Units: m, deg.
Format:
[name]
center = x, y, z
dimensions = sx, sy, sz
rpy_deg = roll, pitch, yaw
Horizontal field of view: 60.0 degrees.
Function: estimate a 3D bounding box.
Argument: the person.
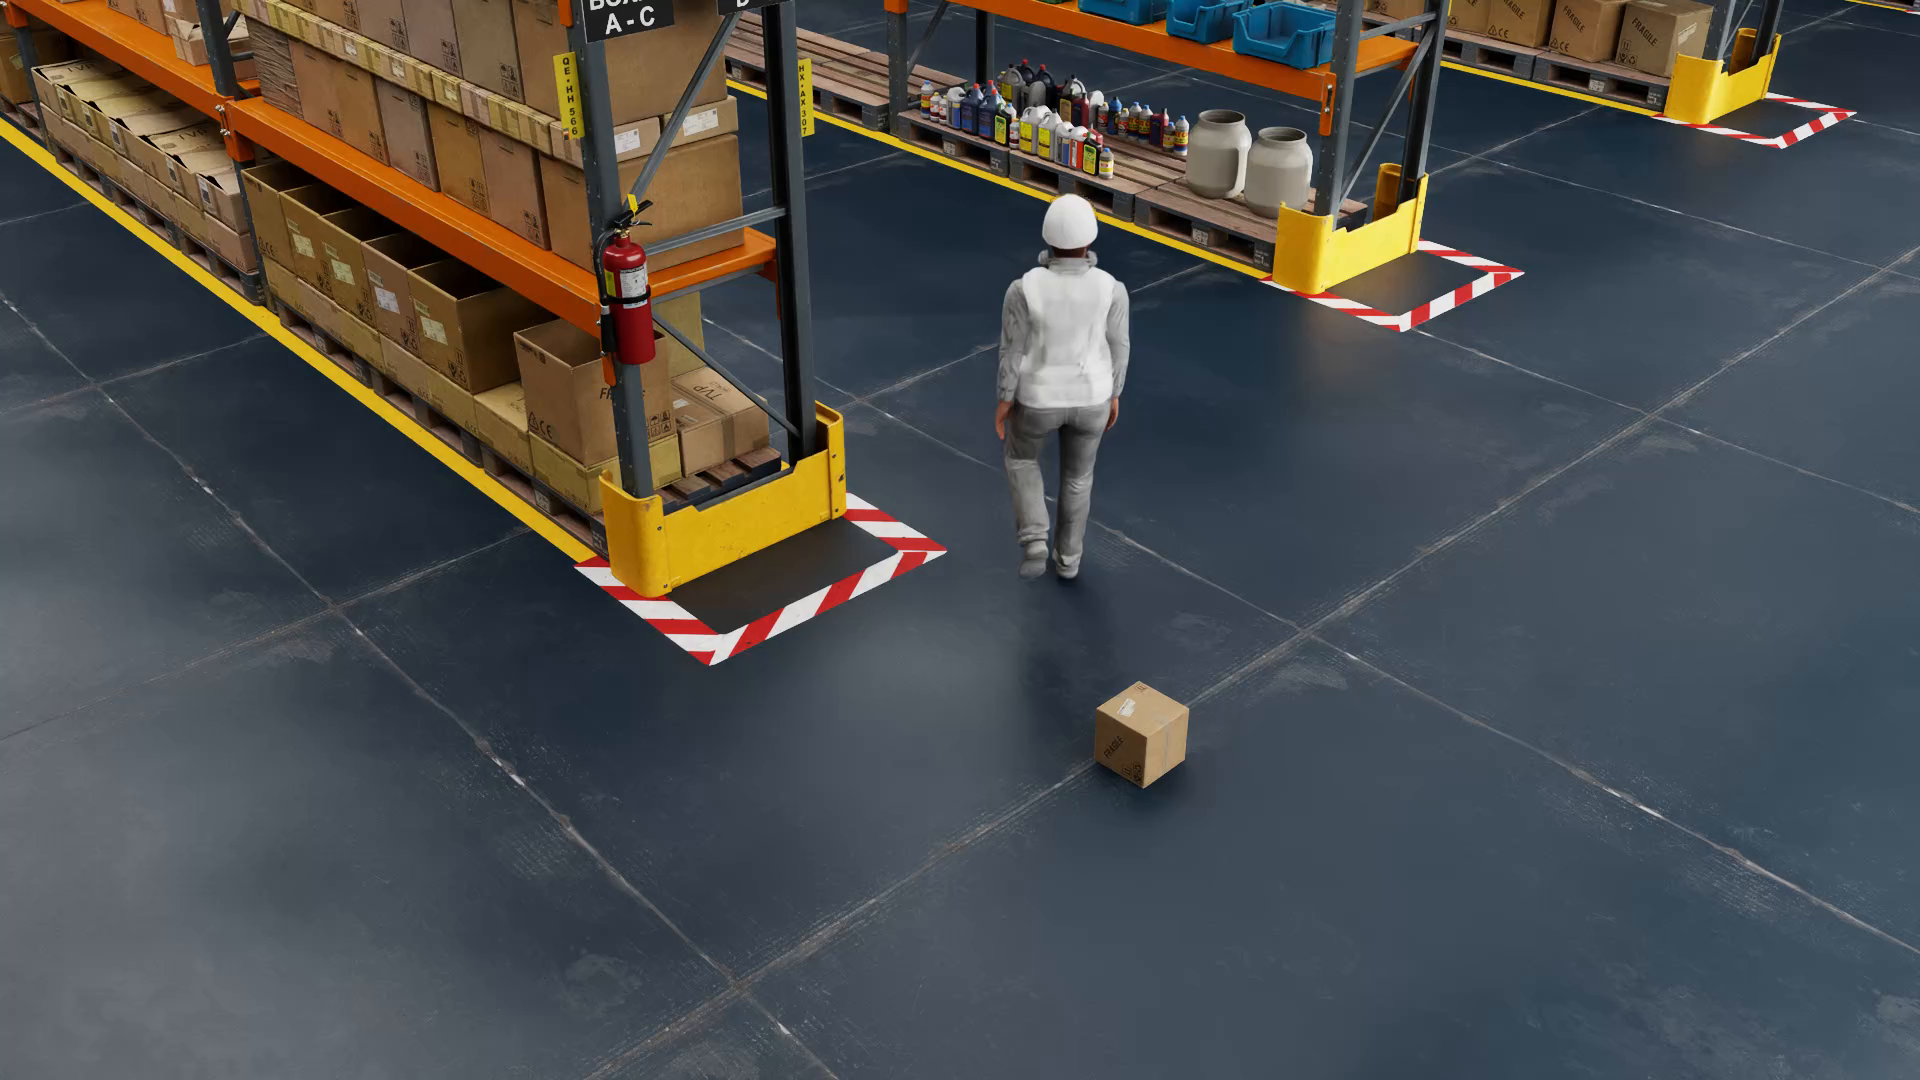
[person]
center = 0.428, -0.606, 7.049
dimensions = 0.561, 1.765, 0.498
rpy_deg = -1, 32, -1
